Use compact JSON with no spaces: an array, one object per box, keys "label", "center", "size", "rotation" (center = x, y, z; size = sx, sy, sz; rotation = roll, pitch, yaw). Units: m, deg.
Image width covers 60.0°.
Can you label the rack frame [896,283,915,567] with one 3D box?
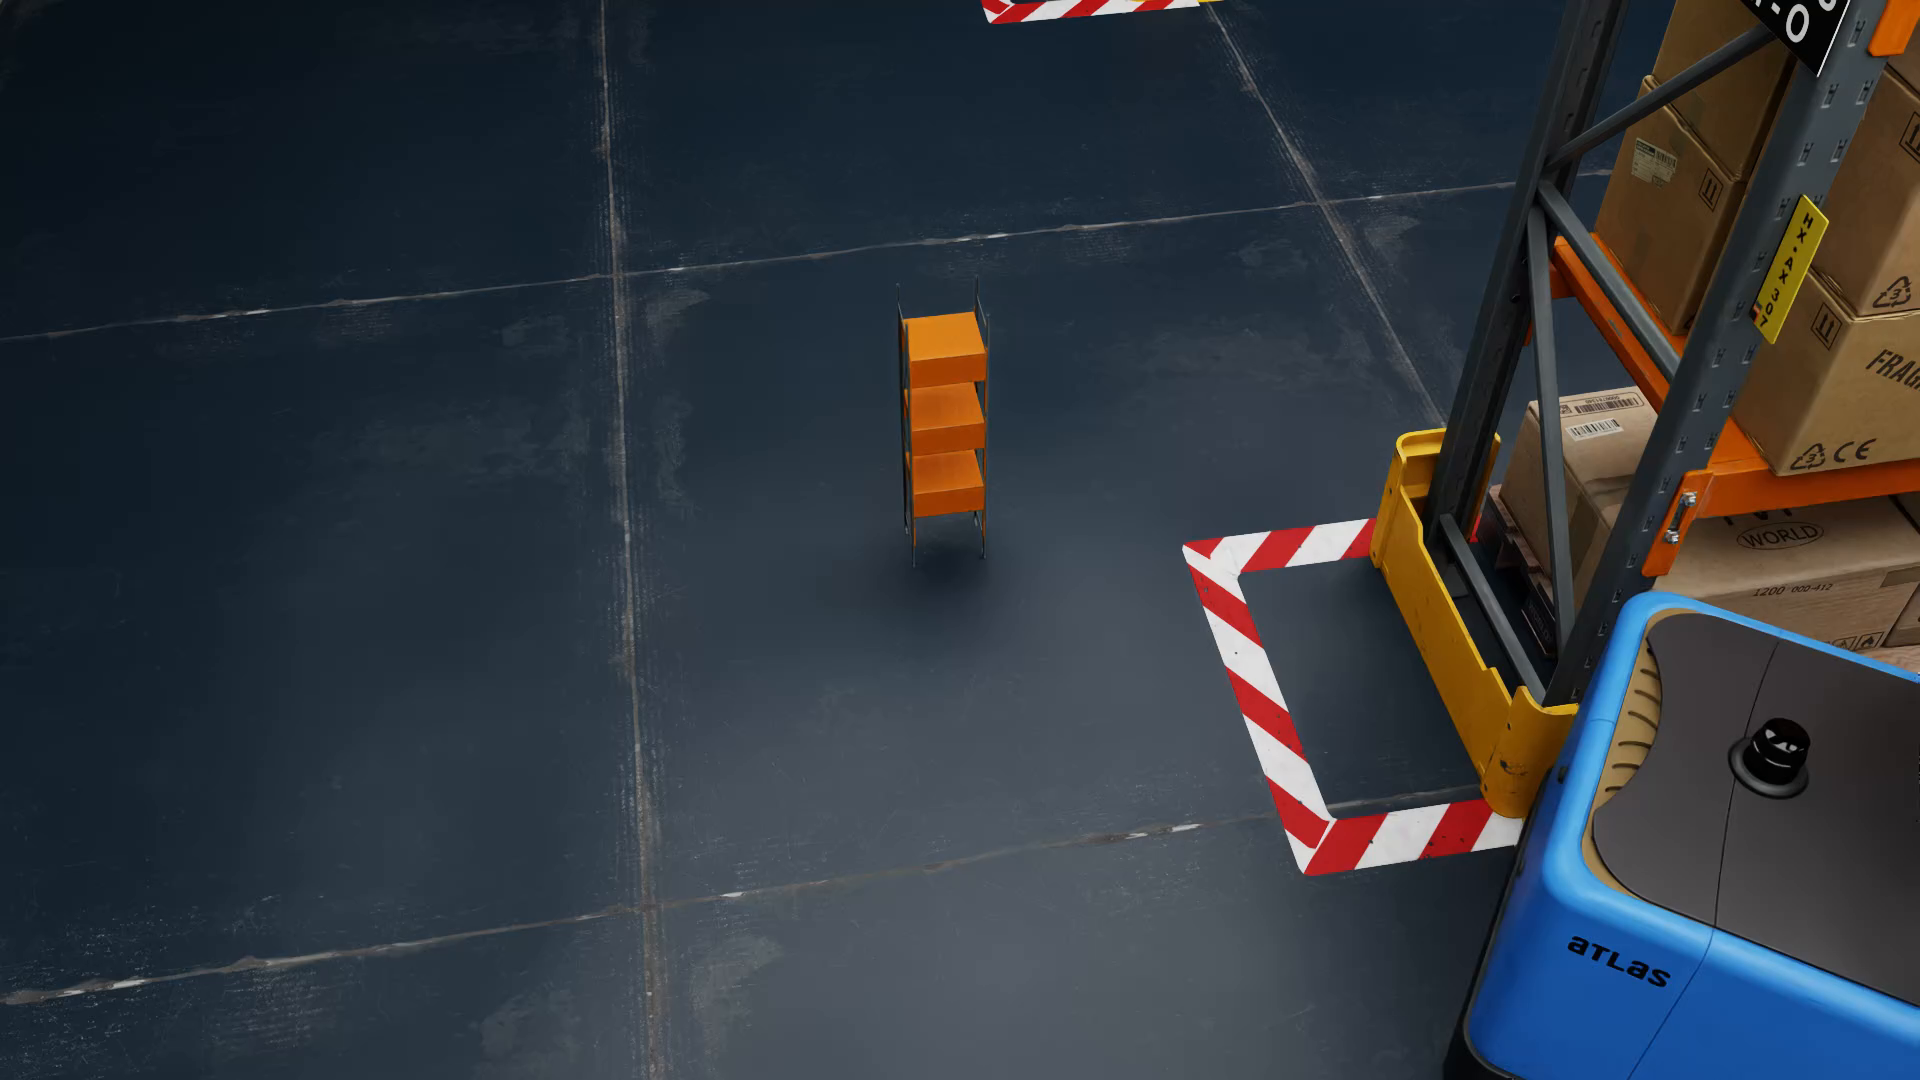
[{"label":"rack frame","center":[-0.173,-0.343,5.351],"size":[0.008,1.050,0.200],"rotation":[-7,46,-7]}]

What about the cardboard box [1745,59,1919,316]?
[{"label":"cardboard box","center":[2.208,-0.881,3.752],"size":[0.500,0.500,0.500],"rotation":[-8,47,-8]}]

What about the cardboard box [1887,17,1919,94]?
[{"label":"cardboard box","center":[2.083,-1.097,3.509],"size":[0.250,0.149,0.380],"rotation":[-6,46,-6]}]

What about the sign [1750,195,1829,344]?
[{"label":"sign","center":[1.775,-0.576,3.566],"size":[0.005,0.325,0.100],"rotation":[-7,46,-7]}]

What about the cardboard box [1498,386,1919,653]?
[{"label":"cardboard box","center":[2.319,-0.052,5.204],"size":[0.875,0.438,0.875],"rotation":[-9,47,-8]}]

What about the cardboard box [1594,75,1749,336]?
[{"label":"cardboard box","center":[2.116,-0.925,4.488],"size":[0.500,0.500,0.500],"rotation":[-7,46,-7]}]

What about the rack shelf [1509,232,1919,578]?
[{"label":"rack shelf","center":[3.657,-0.639,4.782],"size":[4.000,0.370,1.077],"rotation":[-7,46,-7]}]

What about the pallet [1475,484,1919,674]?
[{"label":"pallet","center":[2.461,0.171,5.439],"size":[1.213,0.211,1.003],"rotation":[-7,46,-7]}]

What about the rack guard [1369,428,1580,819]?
[{"label":"rack guard","center":[1.662,0.227,5.184],"size":[0.348,0.500,1.175],"rotation":[-7,46,-7]}]

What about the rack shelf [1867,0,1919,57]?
[{"label":"rack shelf","center":[3.657,-1.680,3.702],"size":[4.000,0.370,1.077],"rotation":[-7,46,-7]}]

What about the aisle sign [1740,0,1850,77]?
[{"label":"aisle sign","center":[1.665,-1.330,3.143],"size":[0.004,0.787,0.394],"rotation":[-7,46,-7]}]

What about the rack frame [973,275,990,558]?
[{"label":"rack frame","center":[0.067,-0.373,5.380],"size":[0.008,1.050,0.200],"rotation":[-7,46,-7]}]

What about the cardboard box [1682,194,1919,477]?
[{"label":"cardboard box","center":[2.208,-0.533,4.111],"size":[0.500,0.500,0.500],"rotation":[-7,47,-7]}]

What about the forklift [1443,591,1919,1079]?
[{"label":"forklift","center":[2.800,0.628,3.110],"size":[3.031,2.935,1.130],"rotation":[20,49,18]}]

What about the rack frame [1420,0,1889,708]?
[{"label":"rack frame","center":[1.686,-0.643,4.286],"size":[0.127,3.000,1.000],"rotation":[-7,46,-7]}]

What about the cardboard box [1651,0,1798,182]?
[{"label":"cardboard box","center":[2.120,-1.253,4.110],"size":[0.500,0.500,0.500],"rotation":[-6,46,-5]}]

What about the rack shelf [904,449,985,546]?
[{"label":"rack shelf","center":[-0.053,-0.158,5.573],"size":[0.240,0.259,0.215],"rotation":[-7,46,-7]}]

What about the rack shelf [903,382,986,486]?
[{"label":"rack shelf","center":[-0.053,-0.350,5.373],"size":[0.240,0.259,0.215],"rotation":[-7,46,-7]}]

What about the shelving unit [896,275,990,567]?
[{"label":"shelving unit","center":[-0.053,-0.358,5.366],"size":[0.252,1.050,0.215],"rotation":[-7,46,-7]}]

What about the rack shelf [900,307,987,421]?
[{"label":"rack shelf","center":[-0.053,-0.547,5.169],"size":[0.240,0.259,0.215],"rotation":[-7,46,-7]}]

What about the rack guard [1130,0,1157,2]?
[{"label":"rack guard","center":[0.911,-3.307,8.589],"size":[0.348,0.500,1.175],"rotation":[-7,46,-7]}]

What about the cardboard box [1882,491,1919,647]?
[{"label":"cardboard box","center":[3.220,-0.170,5.318],"size":[0.875,0.438,0.875],"rotation":[-6,46,-6]}]
